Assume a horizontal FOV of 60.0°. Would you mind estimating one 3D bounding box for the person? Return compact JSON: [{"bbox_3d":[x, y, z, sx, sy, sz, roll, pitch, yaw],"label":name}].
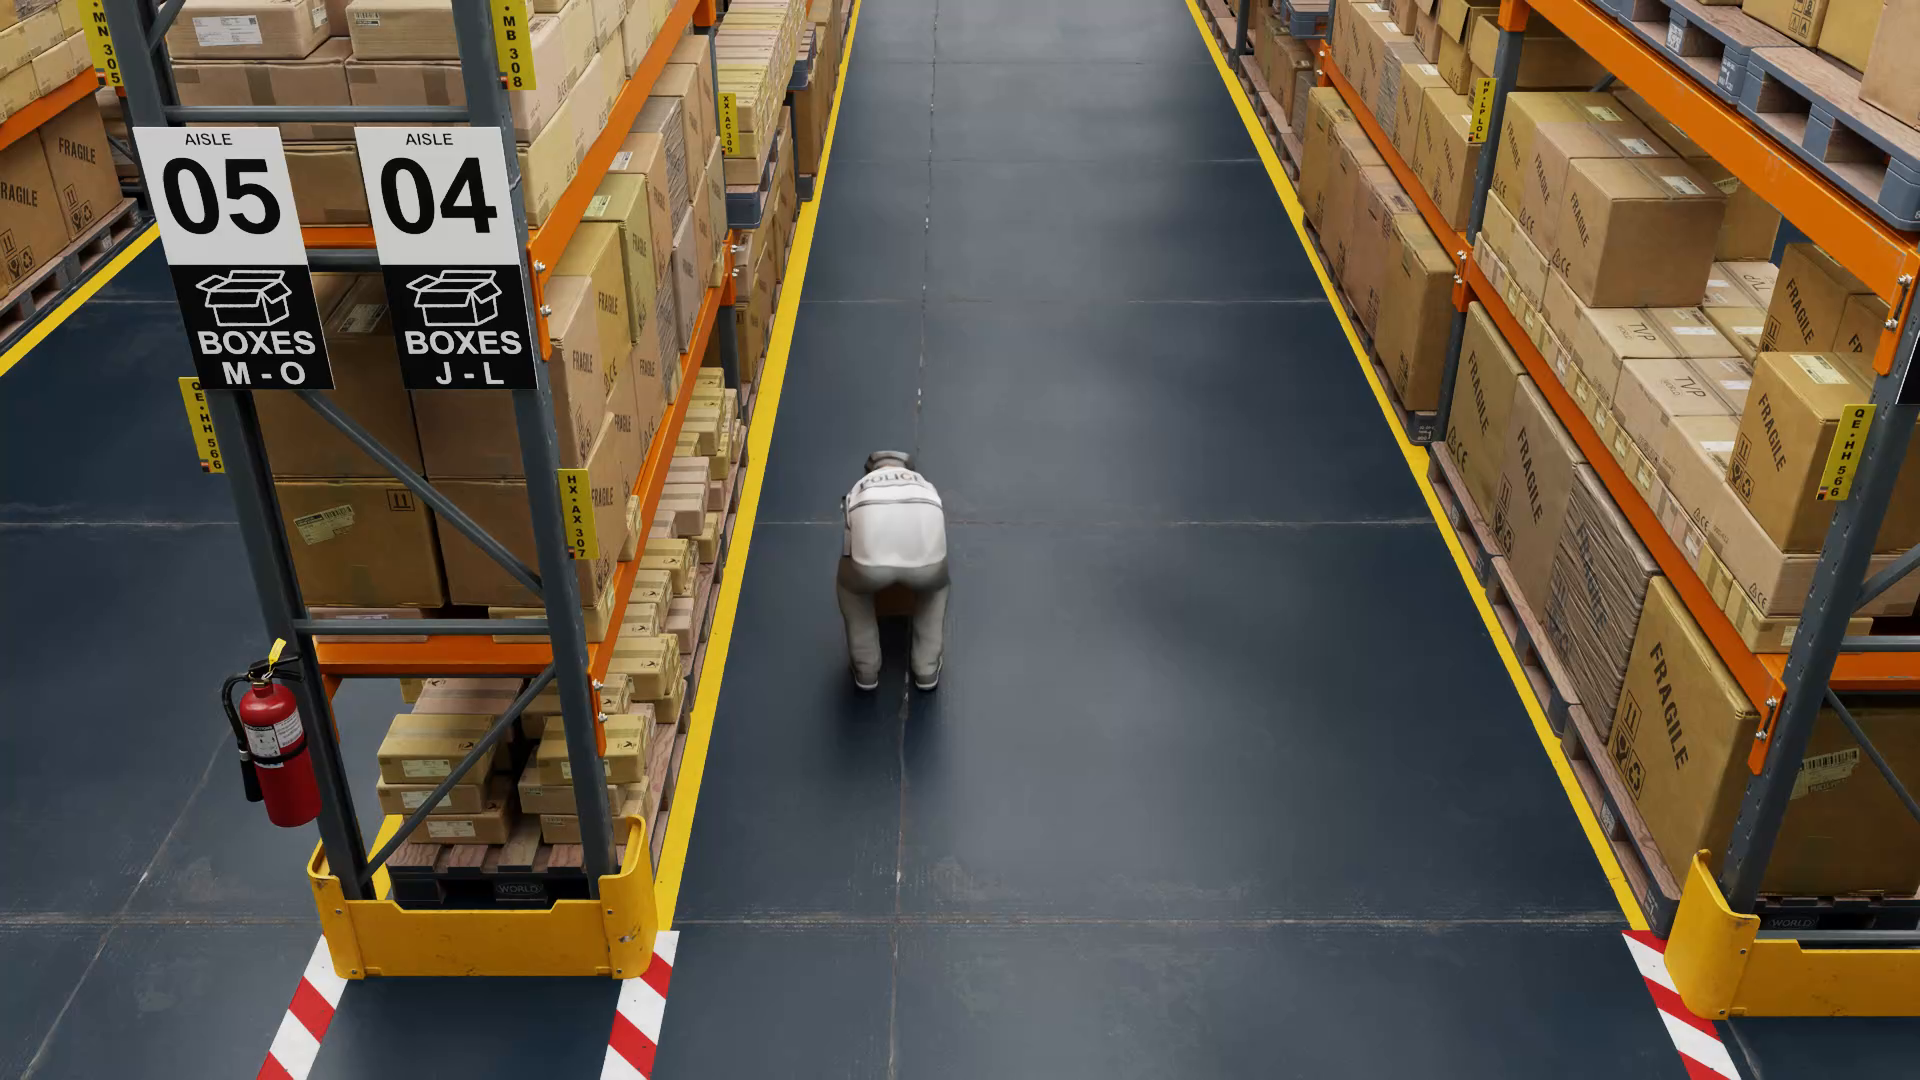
[{"bbox_3d":[-0.310,0.096,7.688,0.533,1.007,1.027,-2,31,-4],"label":"person"}]
